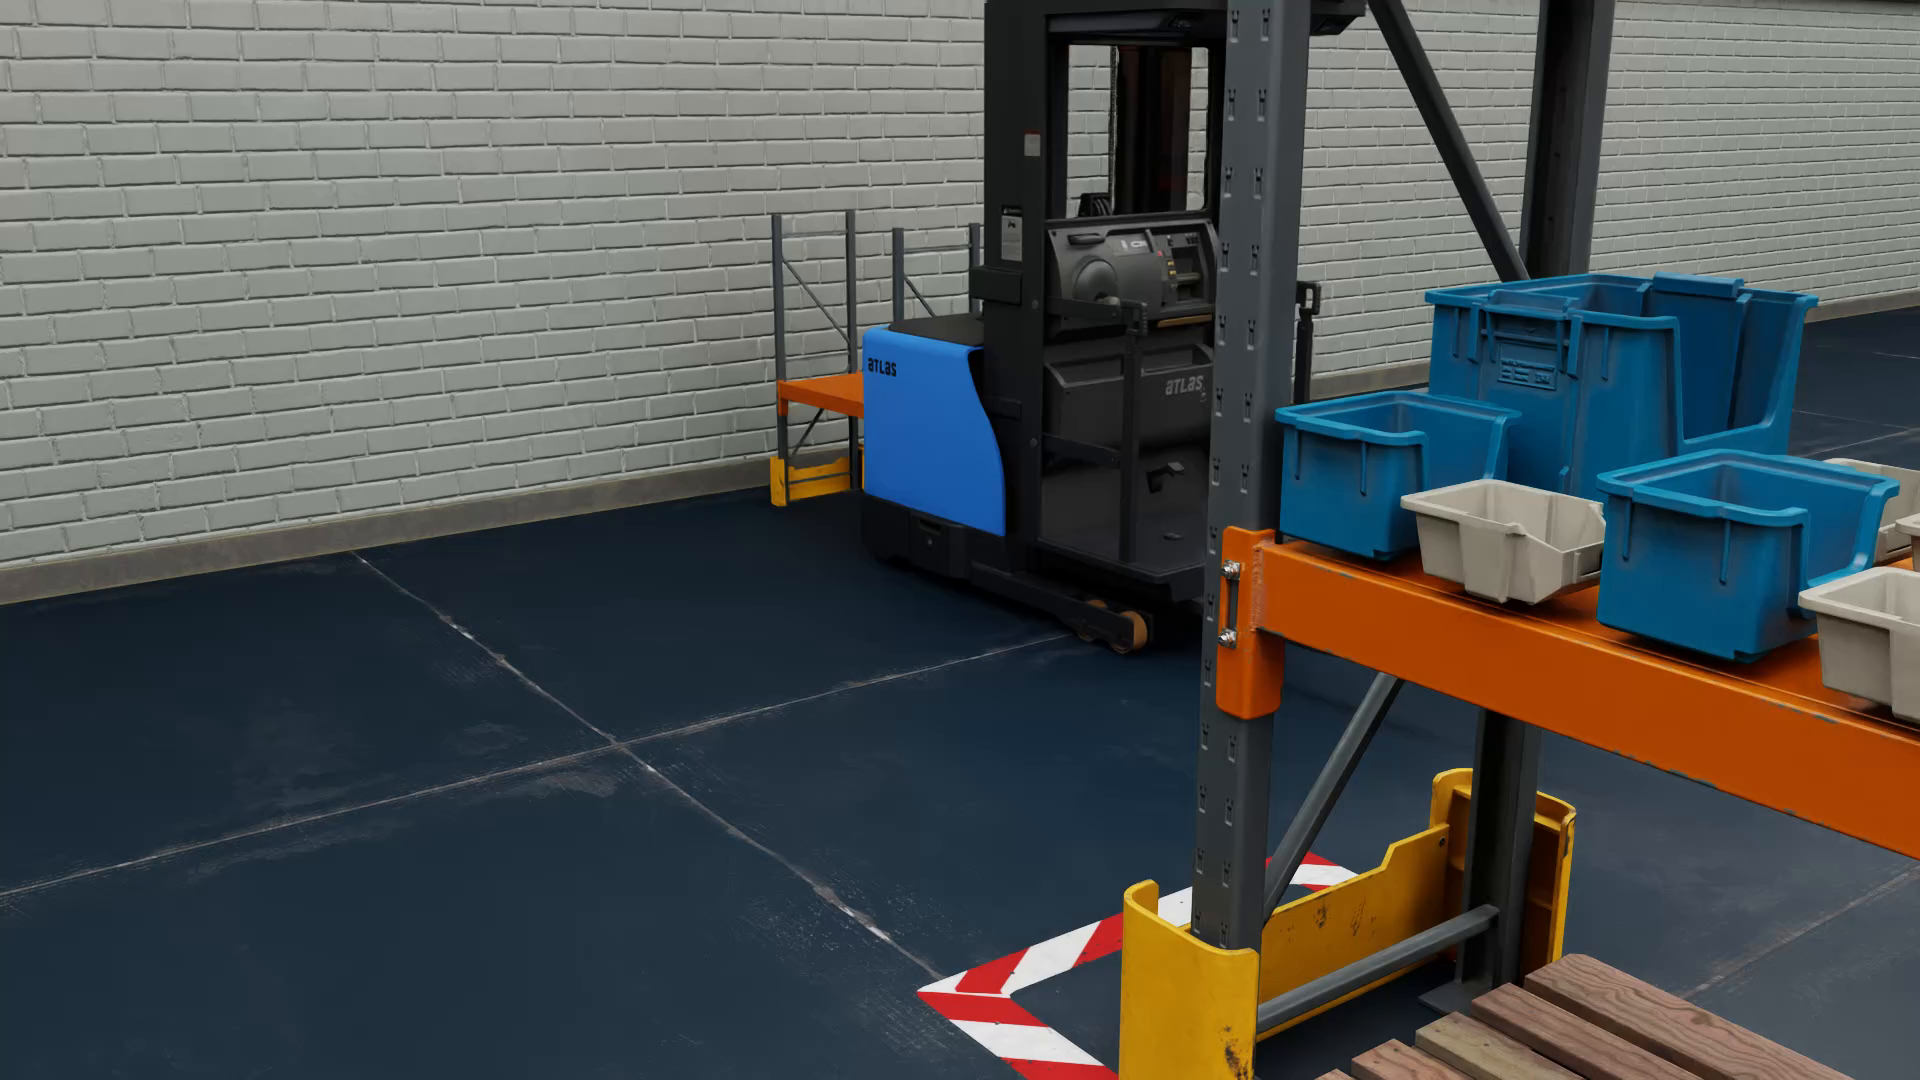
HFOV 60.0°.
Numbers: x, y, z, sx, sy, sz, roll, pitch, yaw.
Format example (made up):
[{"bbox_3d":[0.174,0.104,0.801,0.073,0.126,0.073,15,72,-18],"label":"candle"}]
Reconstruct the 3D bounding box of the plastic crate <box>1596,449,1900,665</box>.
[{"bbox_3d":[1.180,0.020,2.523,0.416,0.233,0.300,-11,19,-35],"label":"plastic crate"}]

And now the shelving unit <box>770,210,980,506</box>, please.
[{"bbox_3d":[-0.435,-0.854,8.354,0.587,1.500,1.083,-12,19,-37],"label":"shelving unit"}]

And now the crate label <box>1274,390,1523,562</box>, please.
[{"bbox_3d":[0.793,-0.120,3.037,0.416,0.233,0.303,-11,19,-35],"label":"crate label"}]

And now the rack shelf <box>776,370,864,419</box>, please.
[{"bbox_3d":[-0.429,-0.678,8.395,0.538,0.185,1.000,-12,19,-37],"label":"rack shelf"}]

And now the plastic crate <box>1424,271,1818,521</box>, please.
[{"bbox_3d":[1.262,-0.279,3.234,0.616,0.435,0.499,-11,19,-35],"label":"plastic crate"}]

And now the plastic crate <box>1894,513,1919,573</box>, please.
[{"bbox_3d":[1.699,0.033,2.661,0.396,0.136,0.243,-11,19,-35],"label":"plastic crate"}]

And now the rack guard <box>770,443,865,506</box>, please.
[{"bbox_3d":[-0.749,-0.353,8.892,0.587,0.250,0.087,-12,19,-37],"label":"rack guard"}]

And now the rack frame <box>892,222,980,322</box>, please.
[{"bbox_3d":[-0.109,-0.748,7.967,0.500,1.500,0.032,-12,19,-37],"label":"rack frame"}]

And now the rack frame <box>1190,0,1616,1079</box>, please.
[{"bbox_3d":[0.914,-0.276,3.402,1.000,3.000,0.127,-11,19,-35],"label":"rack frame"}]

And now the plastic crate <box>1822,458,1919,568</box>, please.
[{"bbox_3d":[1.540,-0.032,2.895,0.396,0.136,0.243,-11,19,-35],"label":"plastic crate"}]

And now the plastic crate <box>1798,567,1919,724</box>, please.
[{"bbox_3d":[1.314,0.152,2.223,0.250,0.136,0.298,-11,19,-35],"label":"plastic crate"}]

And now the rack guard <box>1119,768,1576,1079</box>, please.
[{"bbox_3d":[0.890,0.927,3.743,1.175,0.500,0.348,-11,19,-35],"label":"rack guard"}]

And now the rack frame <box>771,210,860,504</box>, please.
[{"bbox_3d":[-0.750,-0.956,8.728,0.500,1.500,0.032,-12,19,-37],"label":"rack frame"}]

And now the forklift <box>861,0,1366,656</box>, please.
[{"bbox_3d":[0.860,-1.120,6.617,1.130,2.935,3.031,-12,19,-37],"label":"forklift"}]

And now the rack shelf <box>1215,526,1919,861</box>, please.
[{"bbox_3d":[2.090,0.498,1.937,1.077,0.370,4.000,-11,19,-35],"label":"rack shelf"}]

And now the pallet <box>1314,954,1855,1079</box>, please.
[{"bbox_3d":[1.368,1.251,3.105,1.003,0.211,1.213,-11,19,-35],"label":"pallet"}]

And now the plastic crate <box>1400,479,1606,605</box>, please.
[{"bbox_3d":[0.915,0.008,2.752,0.250,0.136,0.298,-11,19,-35],"label":"plastic crate"}]
